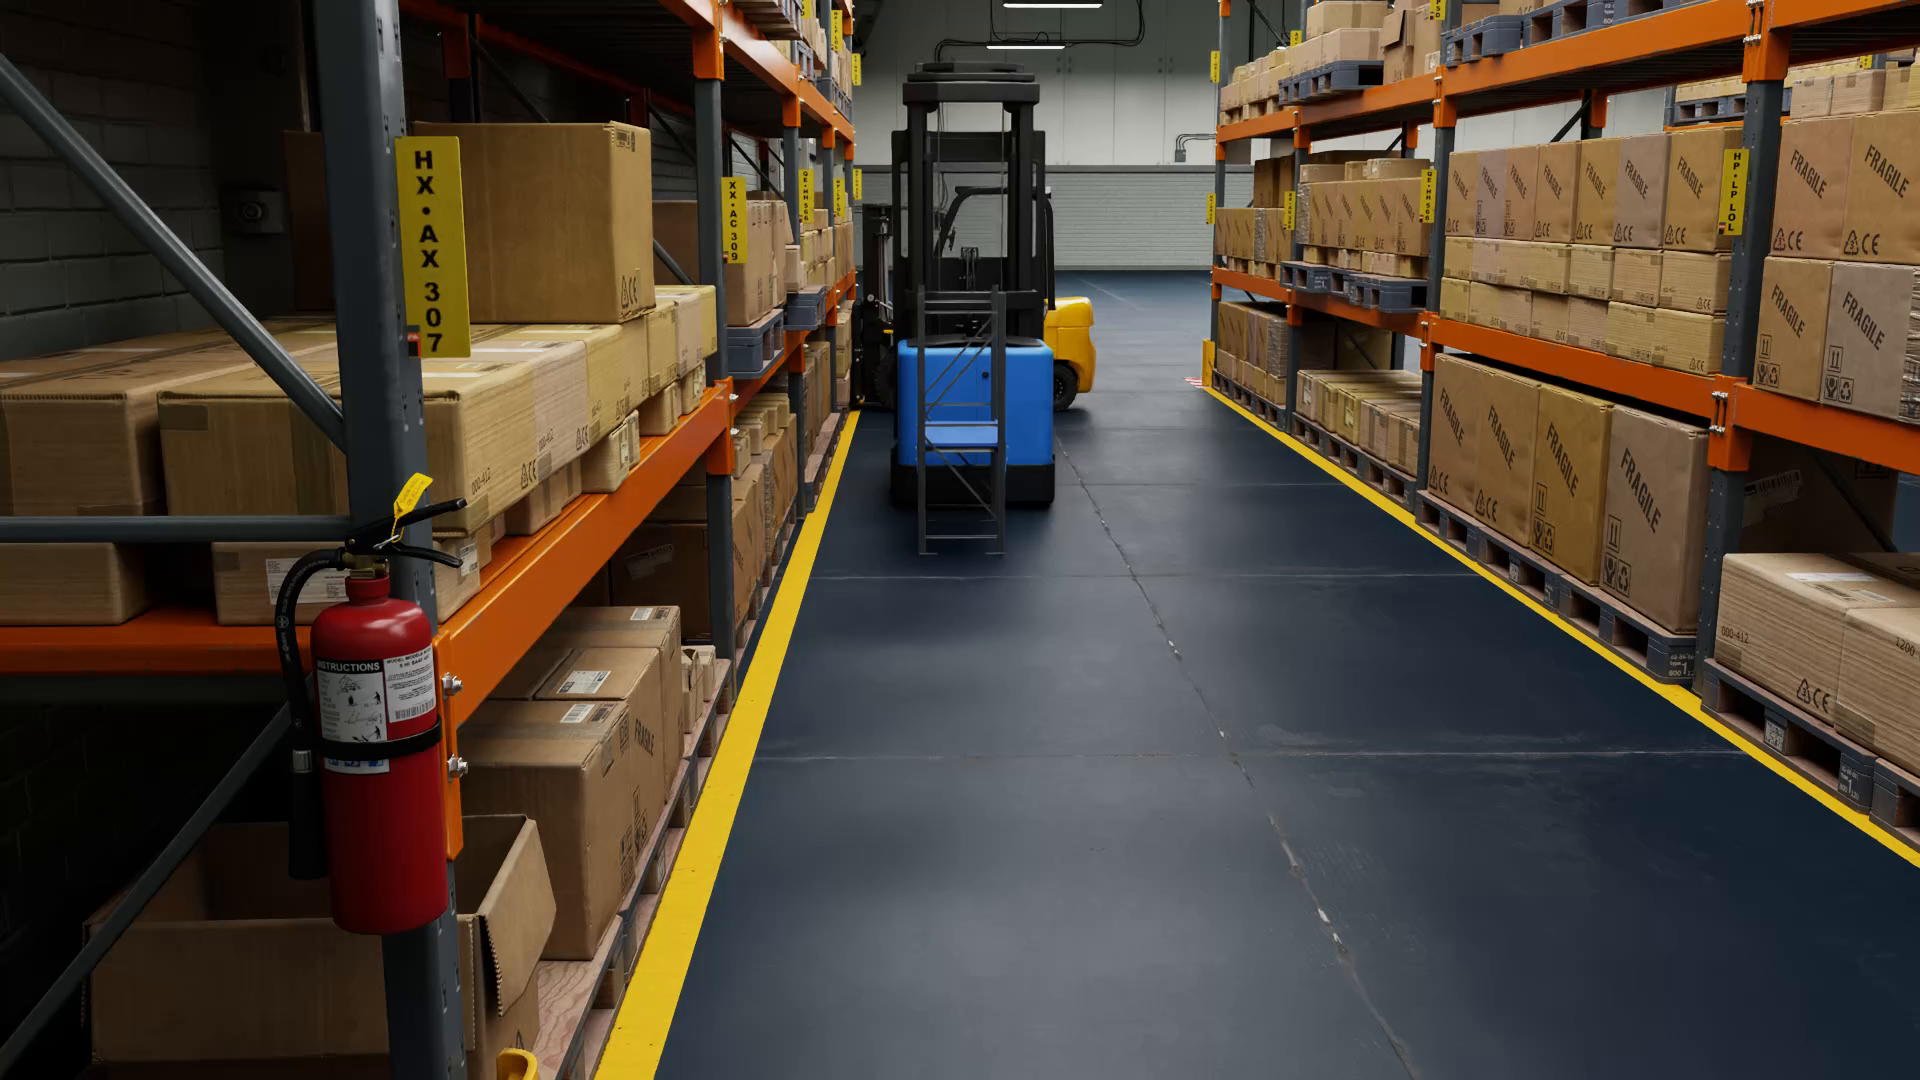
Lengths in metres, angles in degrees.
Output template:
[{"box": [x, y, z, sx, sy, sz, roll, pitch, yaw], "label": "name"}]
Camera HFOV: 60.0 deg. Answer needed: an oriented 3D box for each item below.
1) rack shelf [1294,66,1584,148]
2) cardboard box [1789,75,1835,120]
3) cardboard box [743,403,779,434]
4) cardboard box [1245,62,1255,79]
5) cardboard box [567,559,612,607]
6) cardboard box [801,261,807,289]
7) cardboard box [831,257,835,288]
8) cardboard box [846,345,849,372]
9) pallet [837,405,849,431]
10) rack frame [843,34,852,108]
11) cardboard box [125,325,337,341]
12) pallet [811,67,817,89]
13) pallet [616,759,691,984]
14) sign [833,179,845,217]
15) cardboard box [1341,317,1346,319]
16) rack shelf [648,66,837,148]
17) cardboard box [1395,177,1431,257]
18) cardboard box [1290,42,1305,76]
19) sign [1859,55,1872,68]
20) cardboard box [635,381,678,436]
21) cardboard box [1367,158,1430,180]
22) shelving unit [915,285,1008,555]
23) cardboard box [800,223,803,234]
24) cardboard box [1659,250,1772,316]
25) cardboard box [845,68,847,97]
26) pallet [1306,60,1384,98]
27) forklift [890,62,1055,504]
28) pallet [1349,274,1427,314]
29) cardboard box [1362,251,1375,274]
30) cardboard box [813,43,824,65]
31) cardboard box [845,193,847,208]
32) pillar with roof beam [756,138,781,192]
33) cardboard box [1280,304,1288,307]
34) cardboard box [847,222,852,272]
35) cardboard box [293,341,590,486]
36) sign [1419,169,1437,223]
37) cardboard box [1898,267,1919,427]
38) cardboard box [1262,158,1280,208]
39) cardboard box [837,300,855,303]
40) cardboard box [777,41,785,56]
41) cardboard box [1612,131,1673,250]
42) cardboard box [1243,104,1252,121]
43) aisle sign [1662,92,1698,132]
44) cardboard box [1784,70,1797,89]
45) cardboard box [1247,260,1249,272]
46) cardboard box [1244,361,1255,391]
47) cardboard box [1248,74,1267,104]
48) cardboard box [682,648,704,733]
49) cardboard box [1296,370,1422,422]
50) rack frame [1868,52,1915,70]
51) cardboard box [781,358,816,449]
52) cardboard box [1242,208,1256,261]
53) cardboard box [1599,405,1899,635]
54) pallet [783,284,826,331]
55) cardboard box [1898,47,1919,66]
[{"box": [3.424, -3.135, 12.234, 1.077, 0.370, 4.000, 0, 11, -1], "label": "rack shelf"}, {"box": [3.295, -1.618, 6.093, 0.380, 0.149, 0.250, 0, 11, -2], "label": "cardboard box"}, {"box": [-1.236, -0.694, 9.534, 0.380, 0.149, 0.250, -1, 11, -3], "label": "cardboard box"}, {"box": [3.023, -4.625, 16.396, 0.380, 0.149, 0.250, 0, 11, 0], "label": "cardboard box"}, {"box": [-1.721, 0.119, 7.159, 0.500, 0.500, 0.500, 0, 11, -1], "label": "cardboard box"}, {"box": [-1.100, -1.553, 9.744, 0.380, 0.149, 0.250, 0, 11, 0], "label": "cardboard box"}, {"box": [-1.308, -2.222, 13.842, 0.500, 0.250, 0.500, 0, 11, 0], "label": "cardboard box"}, {"box": [-1.294, -1.695, 15.472, 0.500, 0.250, 0.500, 0, 11, -1], "label": "cardboard box"}, {"box": [-1.555, -1.186, 15.373, 1.003, 0.211, 1.213, 0, 11, -1], "label": "pallet"}, {"box": [-1.663, -6.129, 17.639, 1.000, 3.000, 0.127, 0, 11, -1], "label": "rack frame"}, {"box": [-1.622, -0.372, 3.979, 0.500, 0.250, 0.500, 0, 11, 1], "label": "cardboard box"}, {"box": [-1.549, -3.595, 13.173, 0.805, 0.209, 1.217, -1, 11, -3], "label": "pallet"}, {"box": [-1.374, 0.942, 4.883, 1.003, 0.211, 1.213, 0, 11, -1], "label": "pallet"}, {"box": [-1.038, -2.927, 14.229, 0.100, 0.325, 0.005, 0, 11, -1], "label": "sign"}, {"box": [3.697, -2.102, 15.220, 0.380, 0.149, 0.250, 0, 11, 0], "label": "cardboard box"}, {"box": [-1.539, -3.114, 12.130, 1.077, 0.370, 4.000, 0, 11, -1], "label": "rack shelf"}, {"box": [3.178, -2.110, 10.859, 0.500, 0.500, 0.500, -1, 11, -3], "label": "cardboard box"}, {"box": [2.993, -3.900, 13.514, 0.500, 0.250, 0.500, -1, 11, -3], "label": "cardboard box"}, {"box": [7.774, -4.215, 14.249, 0.100, 0.325, 0.005, 0, 11, -1], "label": "sign"}, {"box": [-1.088, -0.412, 5.179, 0.380, 0.149, 0.250, 0, 11, -2], "label": "cardboard box"}, {"box": [3.149, -2.663, 11.952, 0.380, 0.149, 0.250, -1, 11, -4], "label": "cardboard box"}, {"box": [-0.002, -0.752, 9.994, 0.538, 1.500, 1.048, 0, 11, -1], "label": "shelving unit"}, {"box": [-1.210, -2.031, 10.641, 0.380, 0.149, 0.250, 0, 11, 1], "label": "cardboard box"}, {"box": [3.295, -1.083, 6.974, 0.500, 0.250, 0.500, 0, 11, -1], "label": "cardboard box"}, {"box": [-1.337, -4.634, 16.844, 0.396, 0.266, 0.258, 0, 11, -1], "label": "cardboard box"}, {"box": [3.313, -3.464, 12.517, 1.213, 0.211, 1.003, 0, 11, -1], "label": "pallet"}, {"box": [0.049, -1.921, 12.158, 1.130, 2.935, 3.031, 0, 11, -2], "label": "forklift"}, {"box": [3.344, -1.667, 11.216, 1.213, 0.211, 1.003, 0, 11, -1], "label": "pallet"}, {"box": [3.078, -1.975, 11.824, 0.380, 0.149, 0.250, 0, 11, 0], "label": "cardboard box"}, {"box": [-1.254, -3.779, 12.920, 0.380, 0.149, 0.250, 0, 11, -1], "label": "cardboard box"}, {"box": [-1.318, -3.378, 16.536, 0.380, 0.149, 0.250, 0, 11, 0], "label": "cardboard box"}, {"box": [1.630, -7.198, 22.904, 9.100, 9.000, 0.400, 0, 11, -1], "label": "pillar with roof beam"}, {"box": [3.591, -2.174, 17.206, 0.500, 0.500, 0.500, 0, 11, 1], "label": "cardboard box"}, {"box": [-1.389, -3.038, 17.240, 0.500, 0.500, 0.500, 0, 11, 1], "label": "cardboard box"}, {"box": [-1.083, -0.273, 3.487, 0.500, 0.250, 0.500, 0, 11, -1], "label": "cardboard box"}, {"box": [2.923, -2.145, 10.373, 0.100, 0.325, 0.005, 0, 11, -1], "label": "sign"}, {"box": [3.306, -0.581, 5.126, 0.500, 0.500, 0.500, 0, 11, -1], "label": "cardboard box"}, {"box": [3.531, -3.694, 17.208, 0.700, 0.500, 0.500, 0, 11, -1], "label": "cardboard box"}, {"box": [-1.342, -2.447, 17.923, 0.500, 0.250, 0.500, 0, 11, 1], "label": "cardboard box"}, {"box": [-1.233, -2.795, 9.123, 0.500, 0.250, 0.500, 0, 11, -1], "label": "cardboard box"}, {"box": [3.269, -1.555, 7.412, 0.500, 0.500, 0.500, 0, 11, 0], "label": "cardboard box"}, {"box": [3.012, -4.233, 16.469, 0.380, 0.149, 0.250, 0, 11, -1], "label": "cardboard box"}, {"box": [7.945, -4.538, 18.344, 0.394, 0.787, 0.004, 0, 11, -1], "label": "aisle sign"}, {"box": [7.981, -4.330, 15.640, 0.380, 0.149, 0.250, 0, 11, 0], "label": "cardboard box"}, {"box": [3.107, -2.762, 16.759, 0.380, 0.149, 0.250, 0, 11, 1], "label": "cardboard box"}, {"box": [3.074, -1.597, 16.246, 0.500, 0.250, 0.500, 0, 11, 0], "label": "cardboard box"}, {"box": [3.071, -4.347, 16.027, 0.500, 0.250, 0.500, 0, 11, 0], "label": "cardboard box"}, {"box": [-1.102, 0.511, 5.818, 0.396, 0.266, 0.258, 0, 11, 1], "label": "cardboard box"}, {"box": [3.396, -1.229, 14.126, 0.950, 0.372, 0.625, 0, 11, 0], "label": "cardboard box"}, {"box": [8.329, -5.396, 14.023, 1.000, 3.000, 0.127, 0, 11, -1], "label": "rack frame"}, {"box": [-1.532, -1.029, 12.502, 0.875, 0.625, 0.625, -1, 11, -4], "label": "cardboard box"}, {"box": [3.076, -3.005, 16.325, 0.500, 0.500, 0.500, 0, 11, -2], "label": "cardboard box"}, {"box": [3.455, -0.112, 7.357, 0.875, 0.875, 0.875, 0, 11, 1], "label": "cardboard box"}, {"box": [-1.413, -1.371, 9.753, 1.213, 0.211, 1.003, 0, 11, -1], "label": "pallet"}, {"box": [8.599, -4.351, 14.740, 0.500, 0.250, 0.500, 0, 11, -1], "label": "cardboard box"}]
